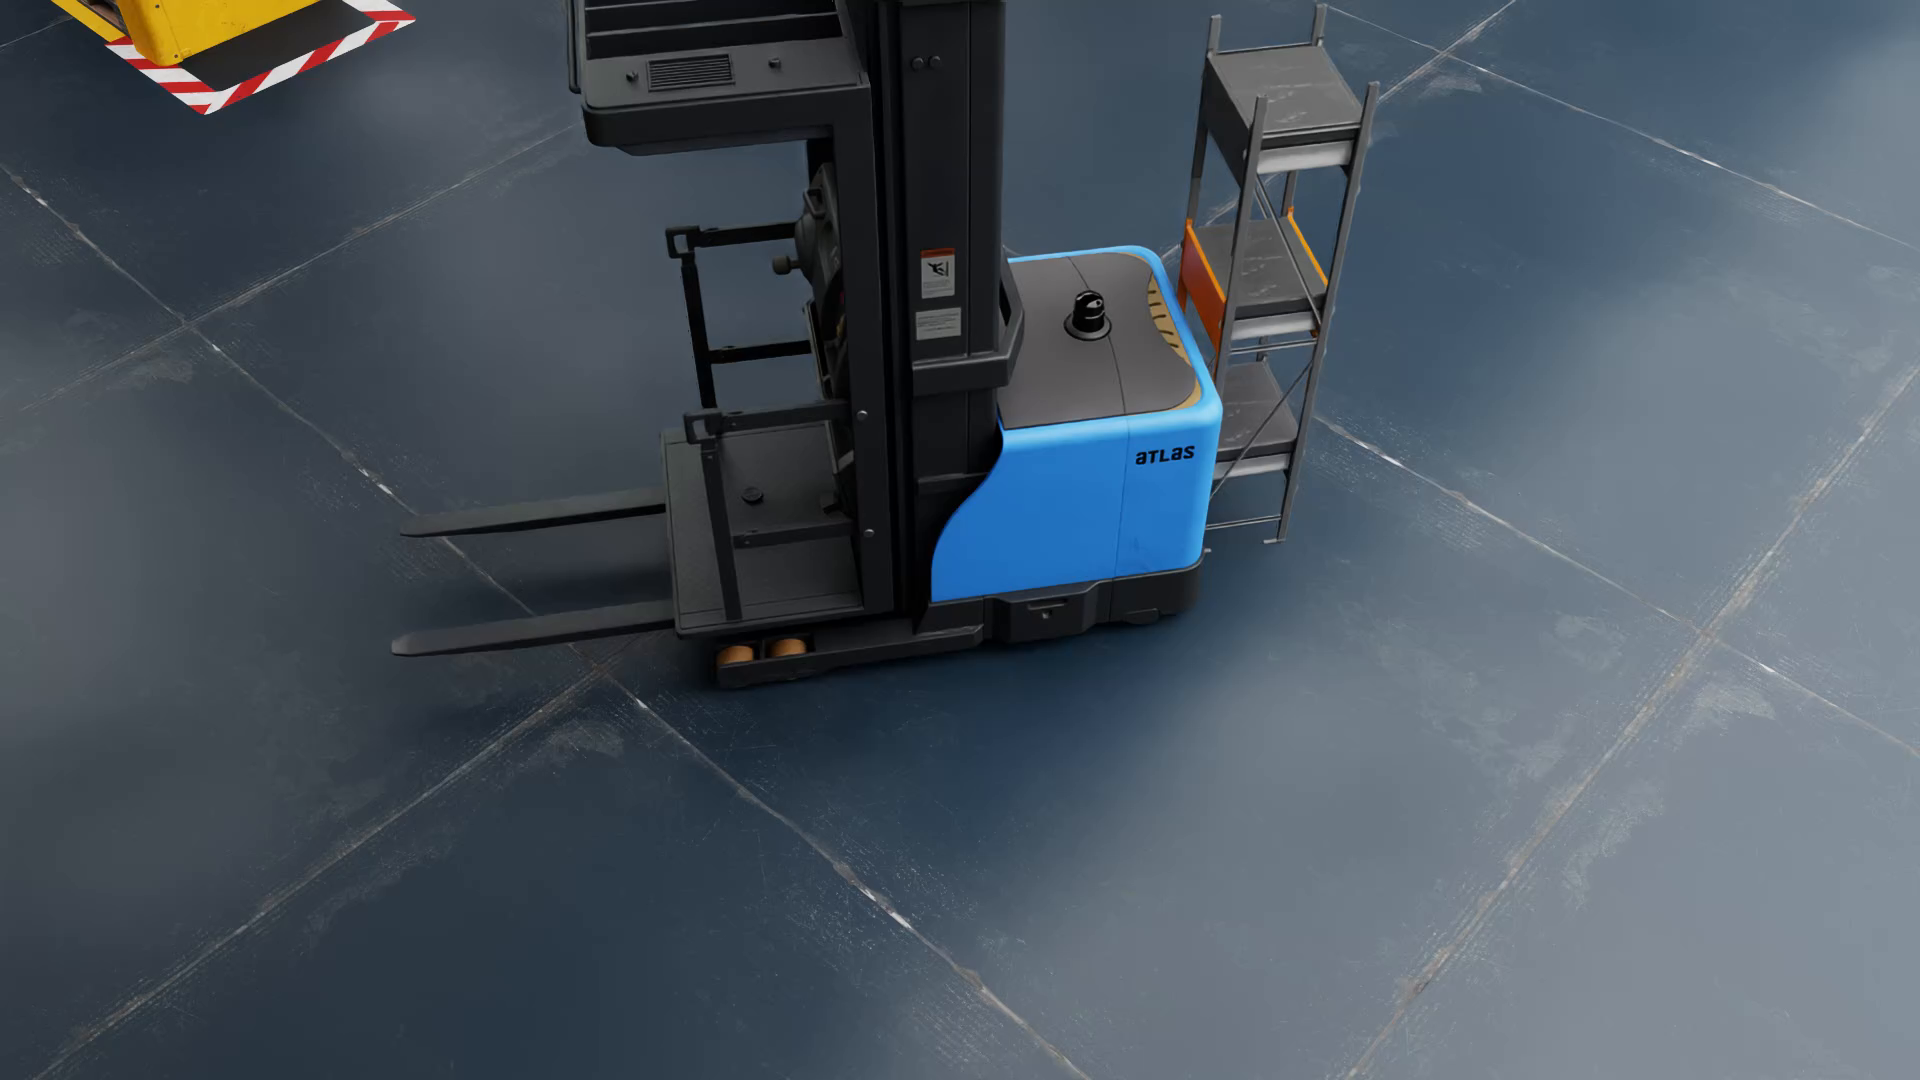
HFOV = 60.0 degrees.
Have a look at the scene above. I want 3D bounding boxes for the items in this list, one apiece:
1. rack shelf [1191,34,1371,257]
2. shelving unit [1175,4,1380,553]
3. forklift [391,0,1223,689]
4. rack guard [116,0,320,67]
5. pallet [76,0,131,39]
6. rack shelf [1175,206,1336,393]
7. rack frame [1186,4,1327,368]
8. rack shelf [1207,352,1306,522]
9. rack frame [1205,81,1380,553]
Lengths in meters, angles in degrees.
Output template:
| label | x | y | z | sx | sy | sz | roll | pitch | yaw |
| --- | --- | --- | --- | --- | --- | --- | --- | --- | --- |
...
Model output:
| label | x | y | z | sx | sy | sz | roll | pitch | yaw |
| --- | --- | --- | --- | --- | --- | --- | --- | --- | --- |
| rack shelf | 1.073 | -1.333 | 5.620 | 0.431 | 0.518 | 0.480 | -8 | 47 | -8 |
| shelving unit | 1.073 | -0.863 | 6.120 | 0.431 | 2.100 | 0.503 | -8 | 47 | -8 |
| forklift | -0.641 | -0.870 | 5.557 | 3.031 | 2.935 | 1.130 | -7 | 47 | -7 |
| rack guard | -4.139 | -3.171 | 9.384 | 0.348 | 0.500 | 1.175 | 34 | 55 | 28 |
| pallet | -4.747 | -3.440 | 9.835 | 1.213 | 0.211 | 1.003 | 34 | 55 | 28 |
| rack shelf | 1.073 | -0.854 | 6.130 | 0.431 | 0.518 | 0.480 | -8 | 47 | -8 |
| rack frame | 1.026 | -1.038 | 6.284 | 0.400 | 2.100 | 0.015 | -8 | 47 | -8 |
| rack shelf | 1.073 | -0.375 | 6.641 | 0.431 | 0.518 | 0.480 | -8 | 47 | -8 |
| rack frame | 1.120 | -0.689 | 5.956 | 0.400 | 2.100 | 0.015 | -8 | 47 | -8 |
